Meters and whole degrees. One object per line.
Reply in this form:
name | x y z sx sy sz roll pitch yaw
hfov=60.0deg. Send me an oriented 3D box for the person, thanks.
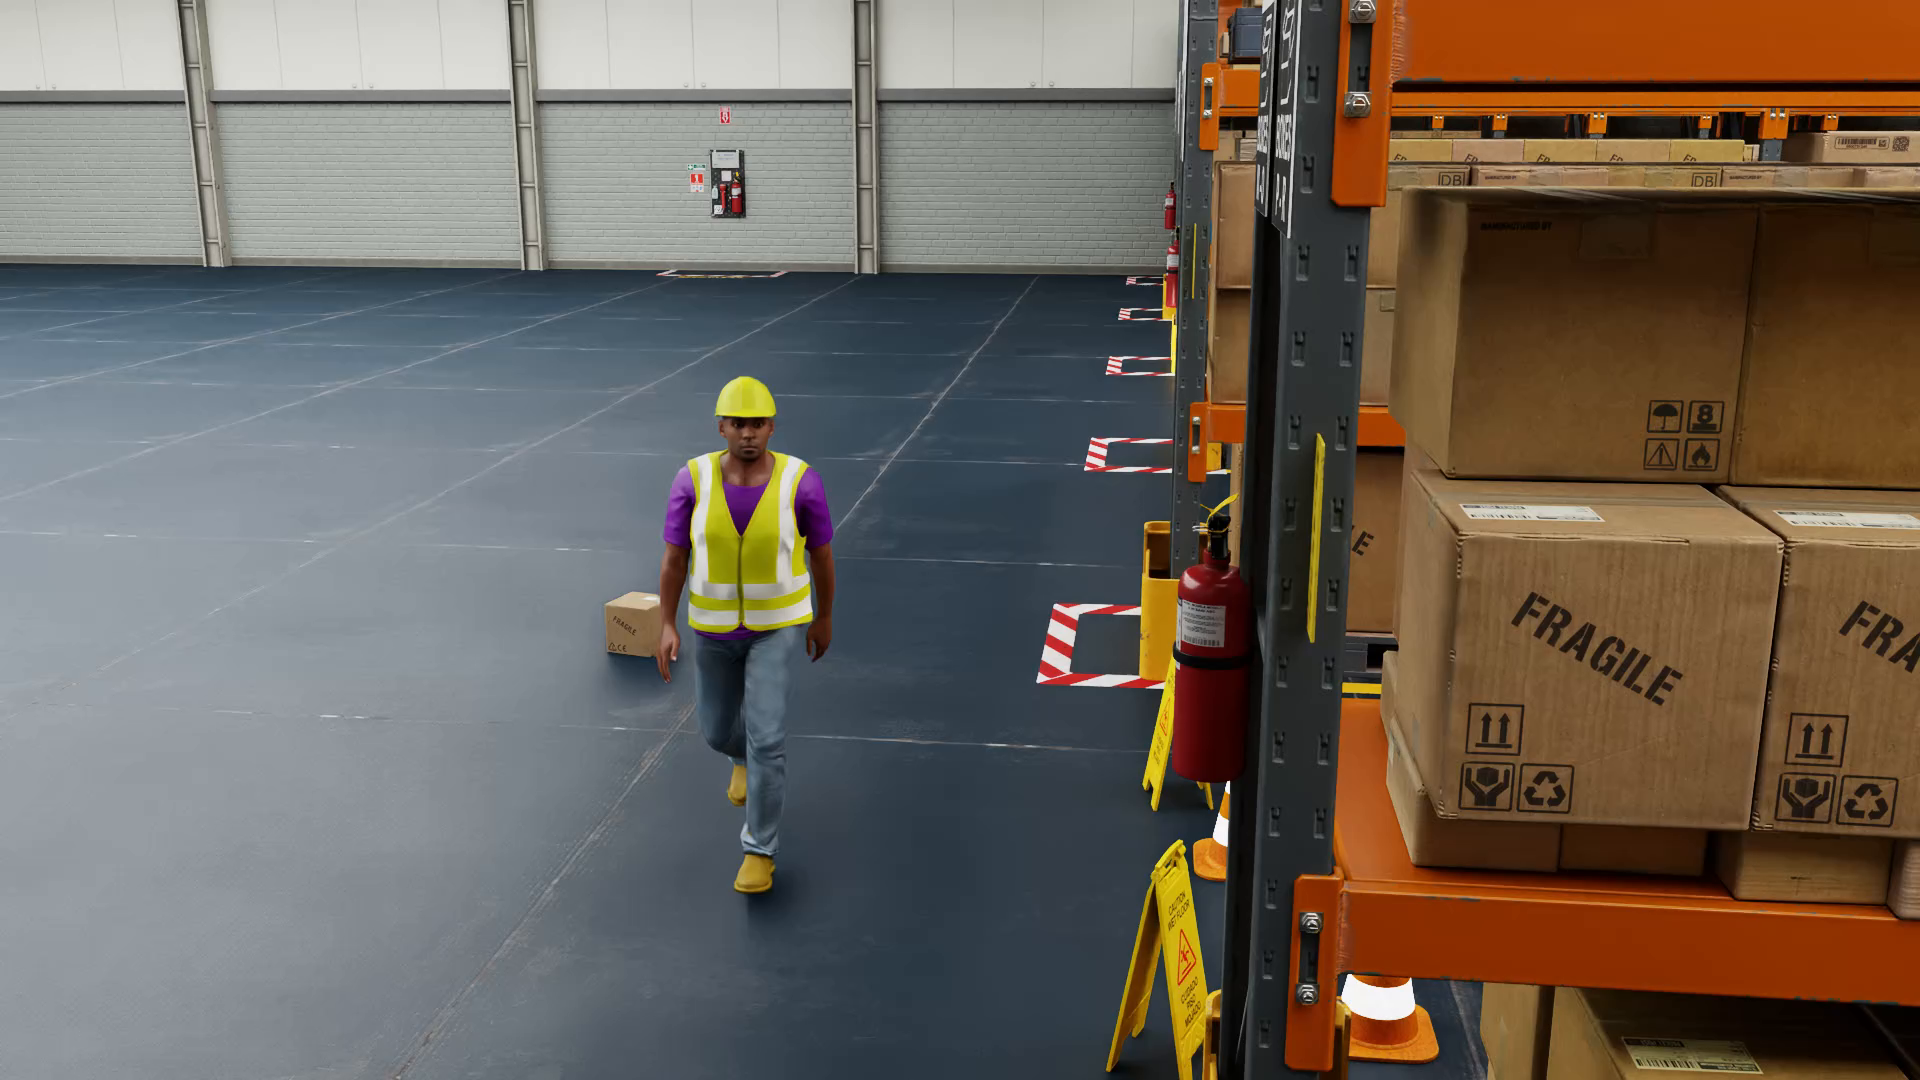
person | -0.735 0.280 5.837 0.579 1.730 0.938 1 14 3
